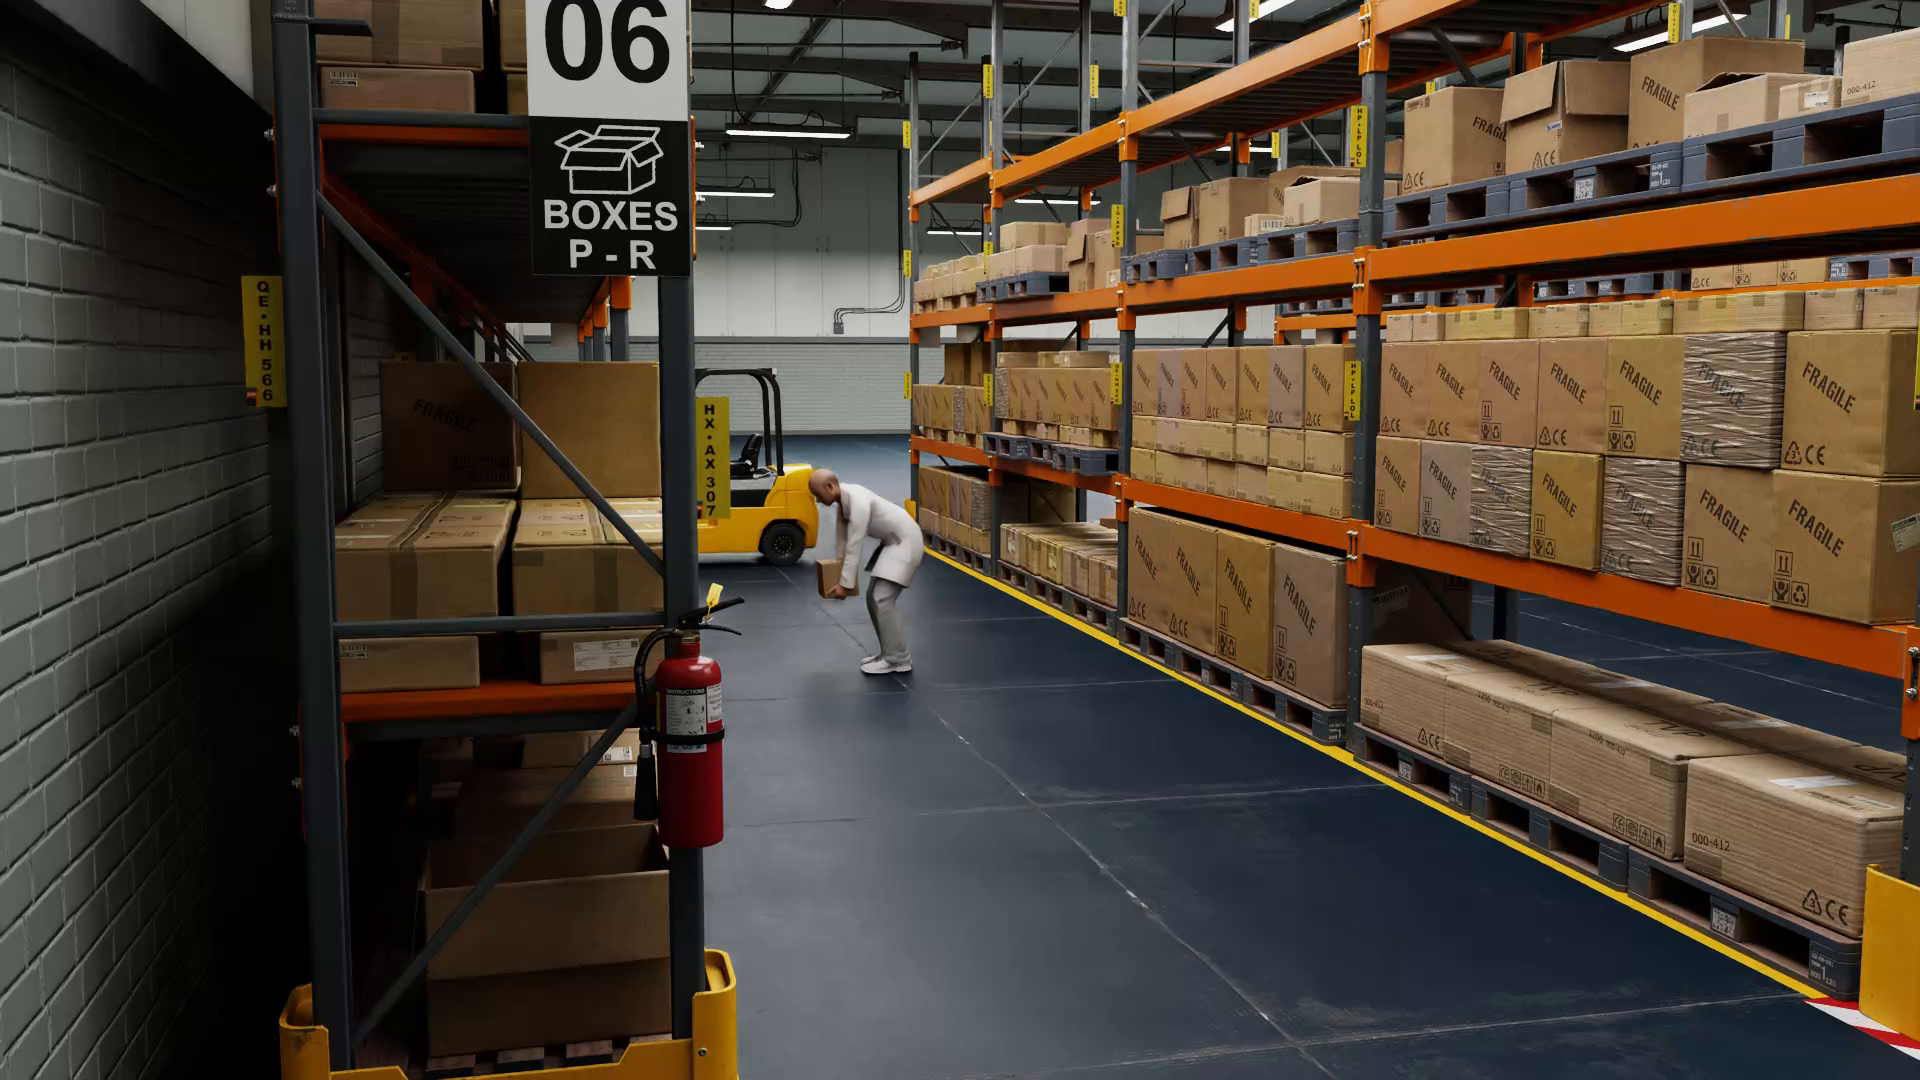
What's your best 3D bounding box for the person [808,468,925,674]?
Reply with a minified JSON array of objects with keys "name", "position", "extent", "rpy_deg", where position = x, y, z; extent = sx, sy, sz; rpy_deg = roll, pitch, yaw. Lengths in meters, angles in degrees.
[{"name":"person","position":[-0.670,0.267,11.865],"extent":[0.834,1.358,0.550],"rpy_deg":[-2,6,-15]}]
